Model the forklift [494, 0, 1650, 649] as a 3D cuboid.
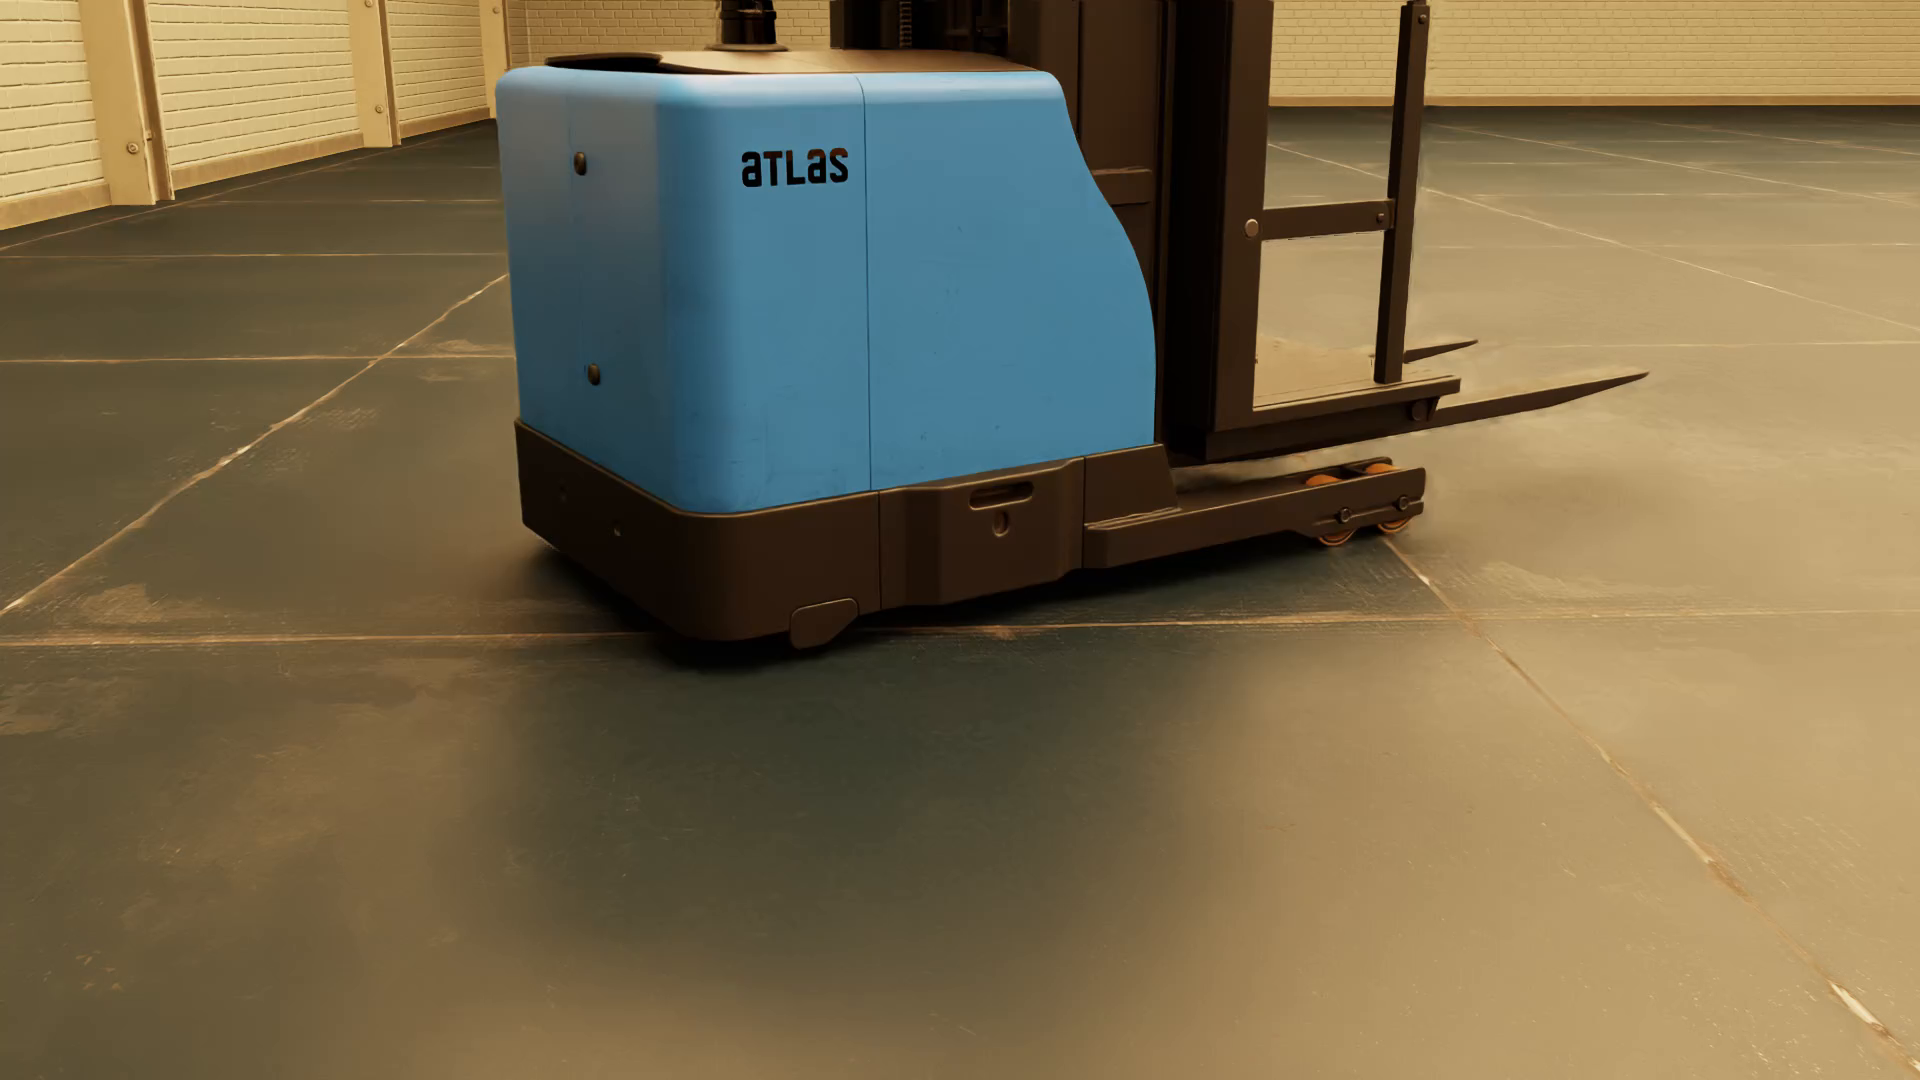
[{"bbox_3d":[0.508,-1.505,3.826,3.031,2.935,1.130,-11,20,-32],"label":"forklift"}]
